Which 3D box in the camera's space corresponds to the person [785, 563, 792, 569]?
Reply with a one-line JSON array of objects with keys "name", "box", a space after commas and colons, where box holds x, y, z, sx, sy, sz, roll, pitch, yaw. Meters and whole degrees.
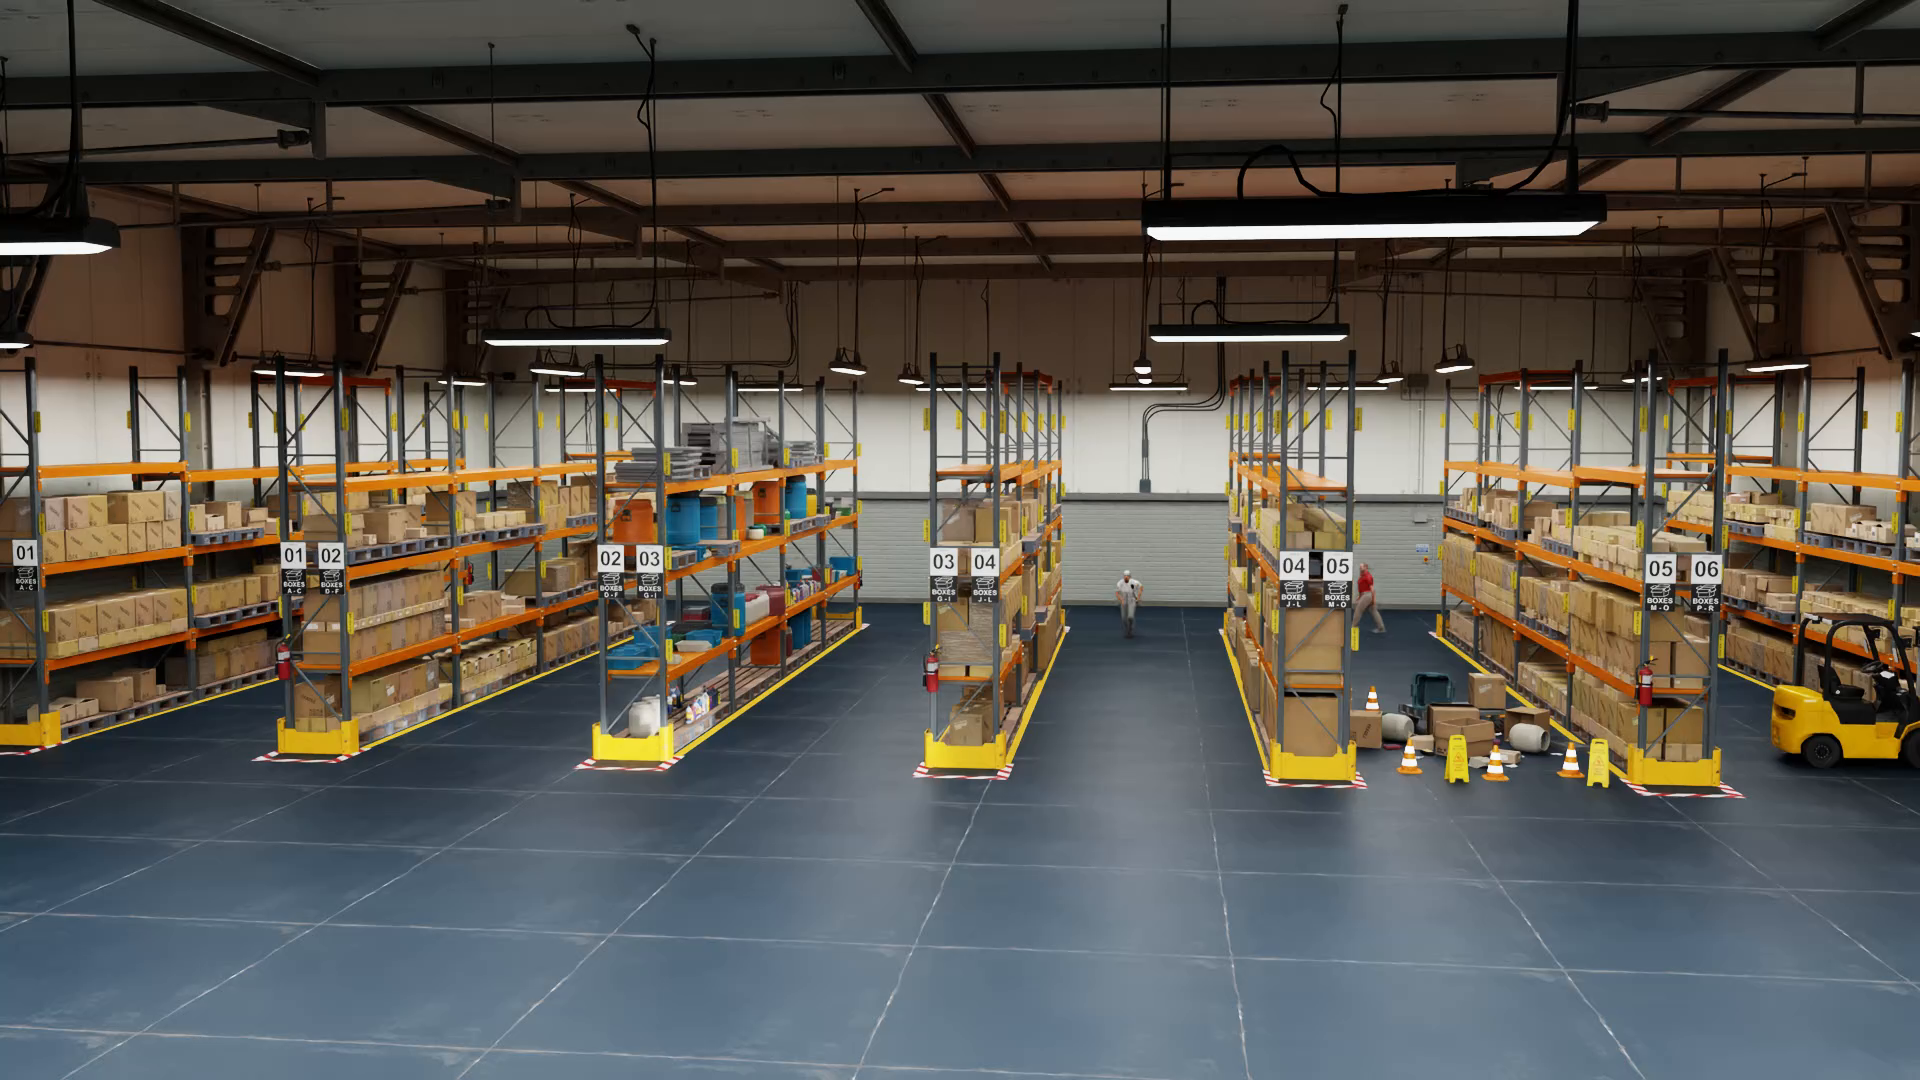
[{"name": "person", "box": [-4.147, 1.349, 39.745, 0.948, 1.616, 0.463, 0, 4, -1]}]

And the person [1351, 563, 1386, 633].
[{"name": "person", "box": [9.587, 1.356, 39.442, 1.036, 1.654, 0.499, 2, 4, 25]}]

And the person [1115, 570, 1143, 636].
[{"name": "person", "box": [3.943, 1.474, 38.777, 0.633, 1.578, 0.747, 1, 4, 15]}]
